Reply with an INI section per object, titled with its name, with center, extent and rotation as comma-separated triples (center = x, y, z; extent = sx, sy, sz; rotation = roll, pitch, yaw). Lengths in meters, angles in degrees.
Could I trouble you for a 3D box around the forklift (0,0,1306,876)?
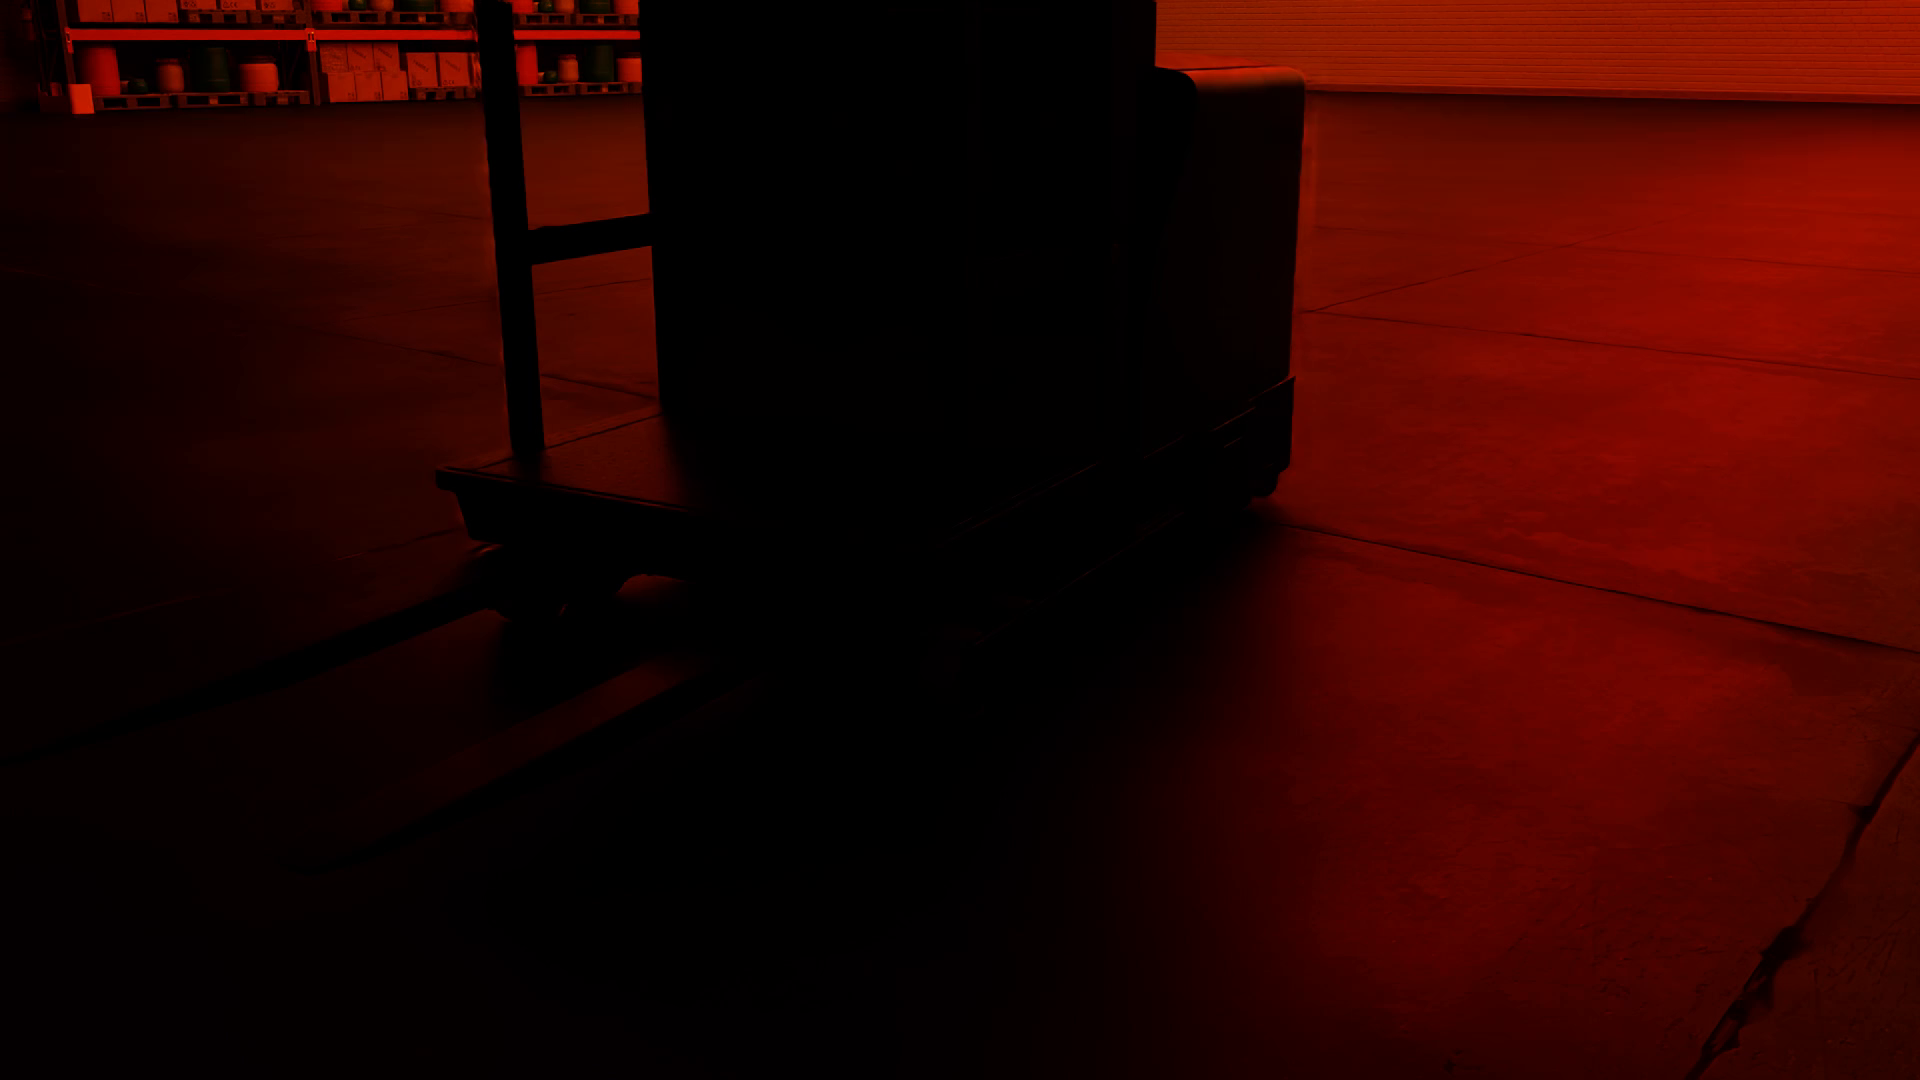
[forklift]
center = -0.299, -1.238, 2.973
extent = 1.130, 2.935, 3.031
rotation = 9, 19, 28
